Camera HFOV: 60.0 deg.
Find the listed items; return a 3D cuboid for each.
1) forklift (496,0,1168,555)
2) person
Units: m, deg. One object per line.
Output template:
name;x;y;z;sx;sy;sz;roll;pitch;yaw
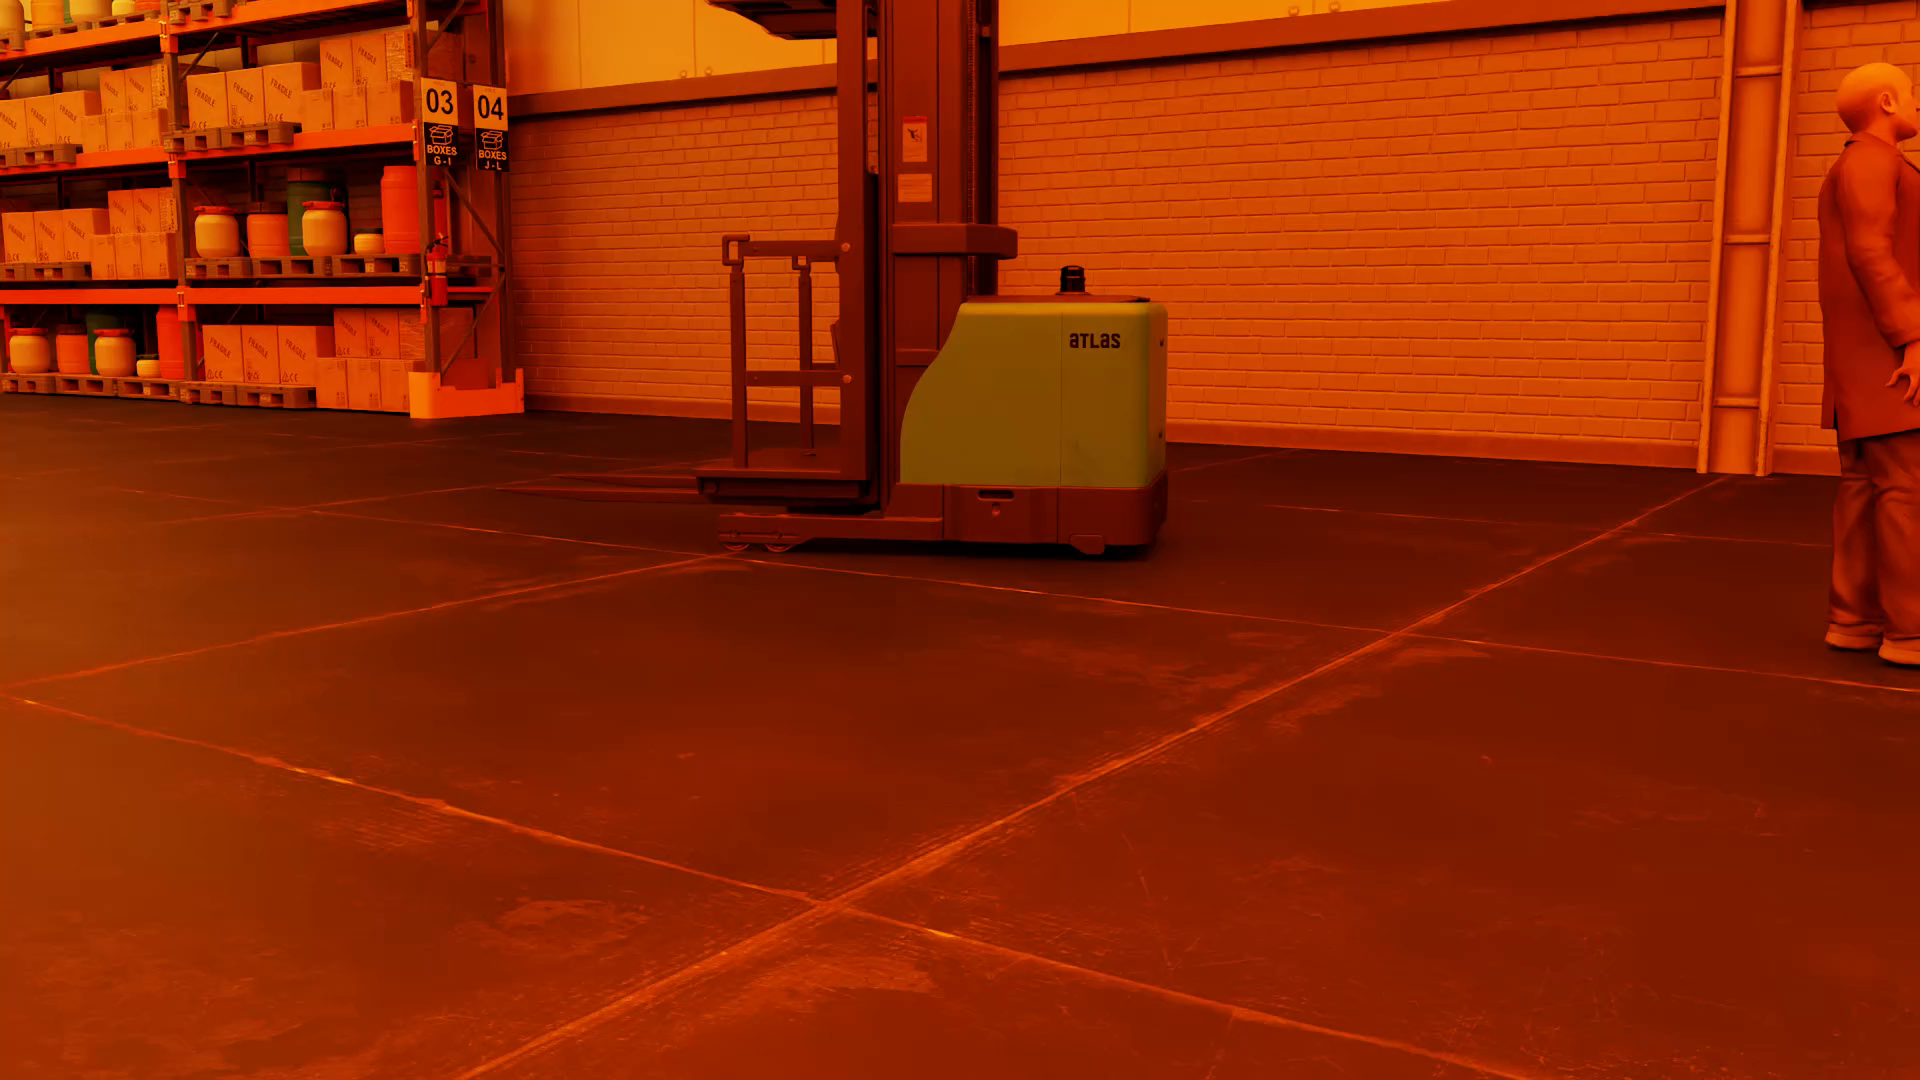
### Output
forklift;-0.596;-1.469;7.520;3.031;2.935;1.130;2;8;12
person;2.893;-0.539;5.028;0.579;1.777;0.696;3;9;19
